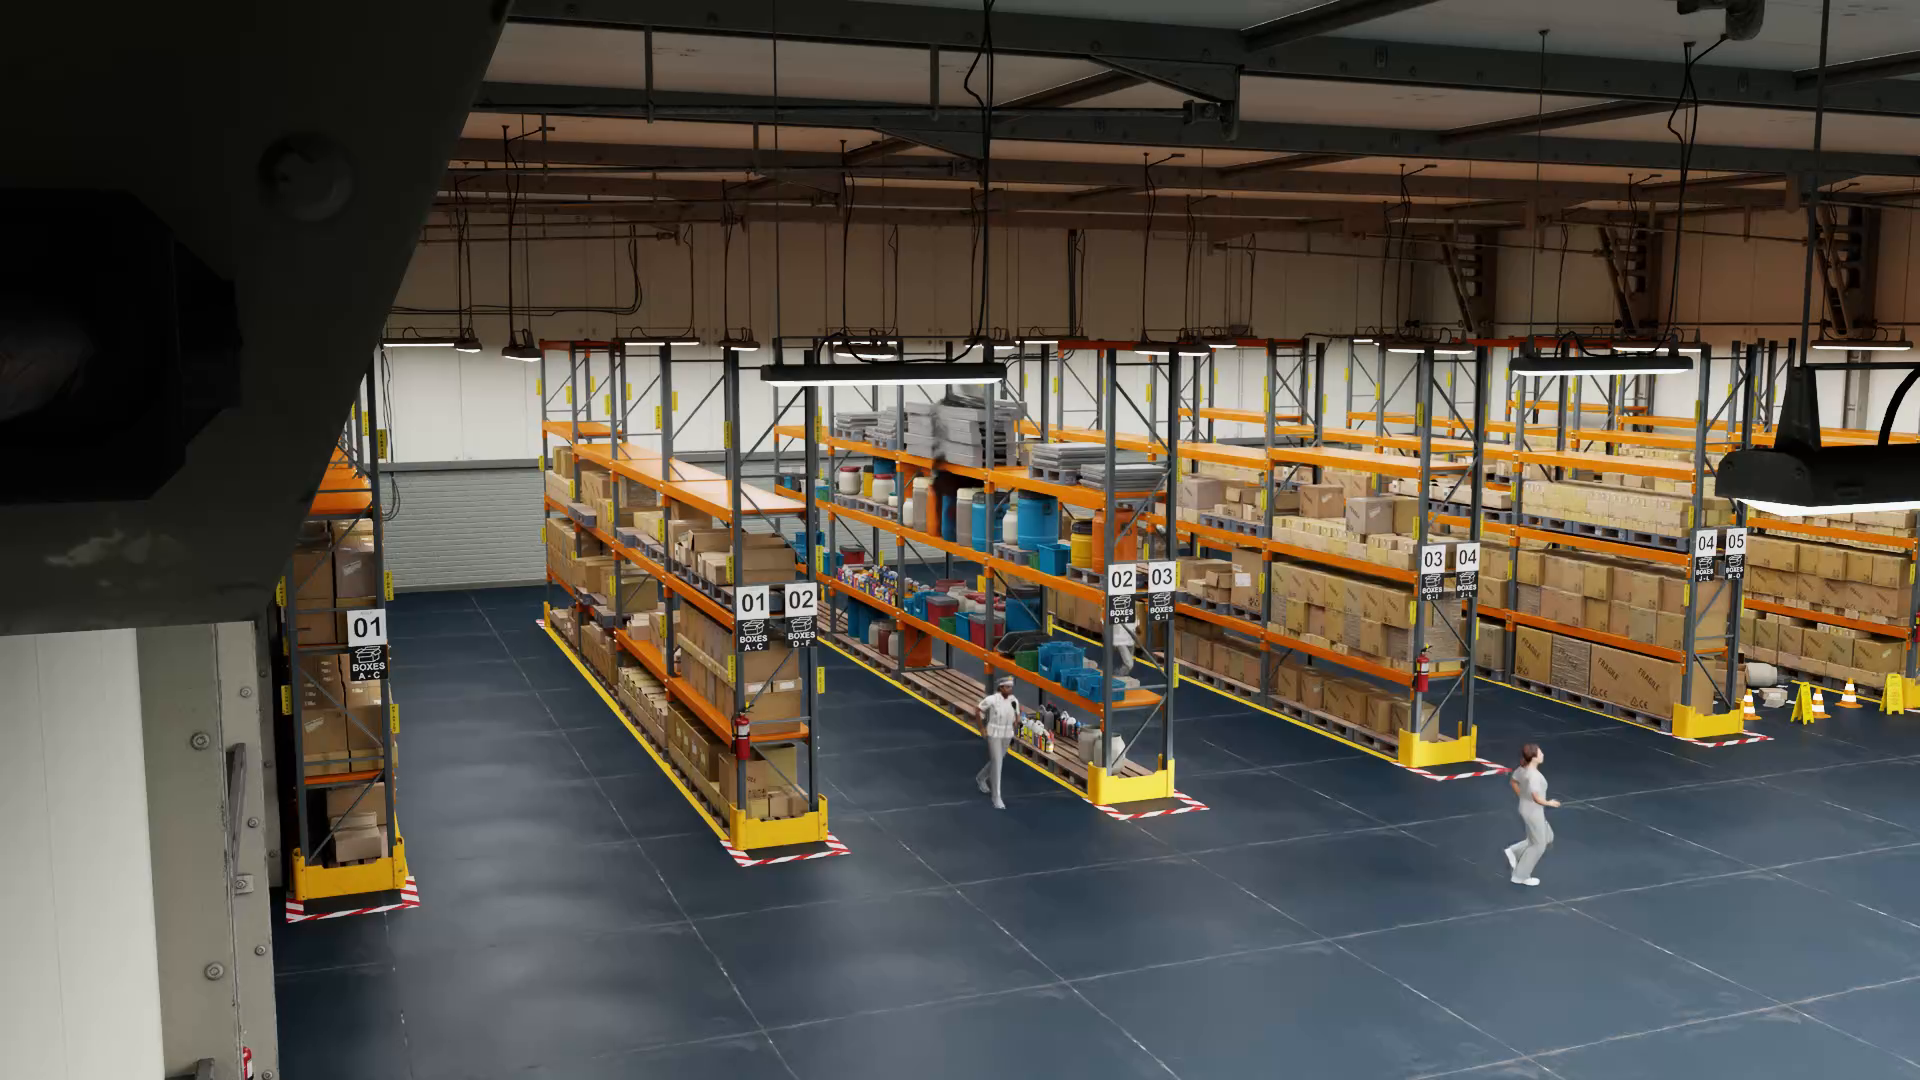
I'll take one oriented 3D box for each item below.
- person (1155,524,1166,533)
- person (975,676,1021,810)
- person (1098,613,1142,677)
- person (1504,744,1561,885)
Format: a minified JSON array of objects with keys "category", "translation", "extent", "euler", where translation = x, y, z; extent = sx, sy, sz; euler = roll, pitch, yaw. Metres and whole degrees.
[{"category":"person","translation":[4.837,0.192,41.253],"extent":[0.576,1.604,0.823],"euler":[7,10,42]},{"category":"person","translation":[0.532,2.633,22.165],"extent":[0.600,1.701,0.888],"euler":[-5,9,-32]},{"category":"person","translation":[2.791,1.797,28.221],"extent":[0.672,1.785,0.720],"euler":[-6,9,-37]},{"category":"person","translation":[6.480,3.098,18.792],"extent":[0.559,1.622,0.560],"euler":[0,7,4]}]
